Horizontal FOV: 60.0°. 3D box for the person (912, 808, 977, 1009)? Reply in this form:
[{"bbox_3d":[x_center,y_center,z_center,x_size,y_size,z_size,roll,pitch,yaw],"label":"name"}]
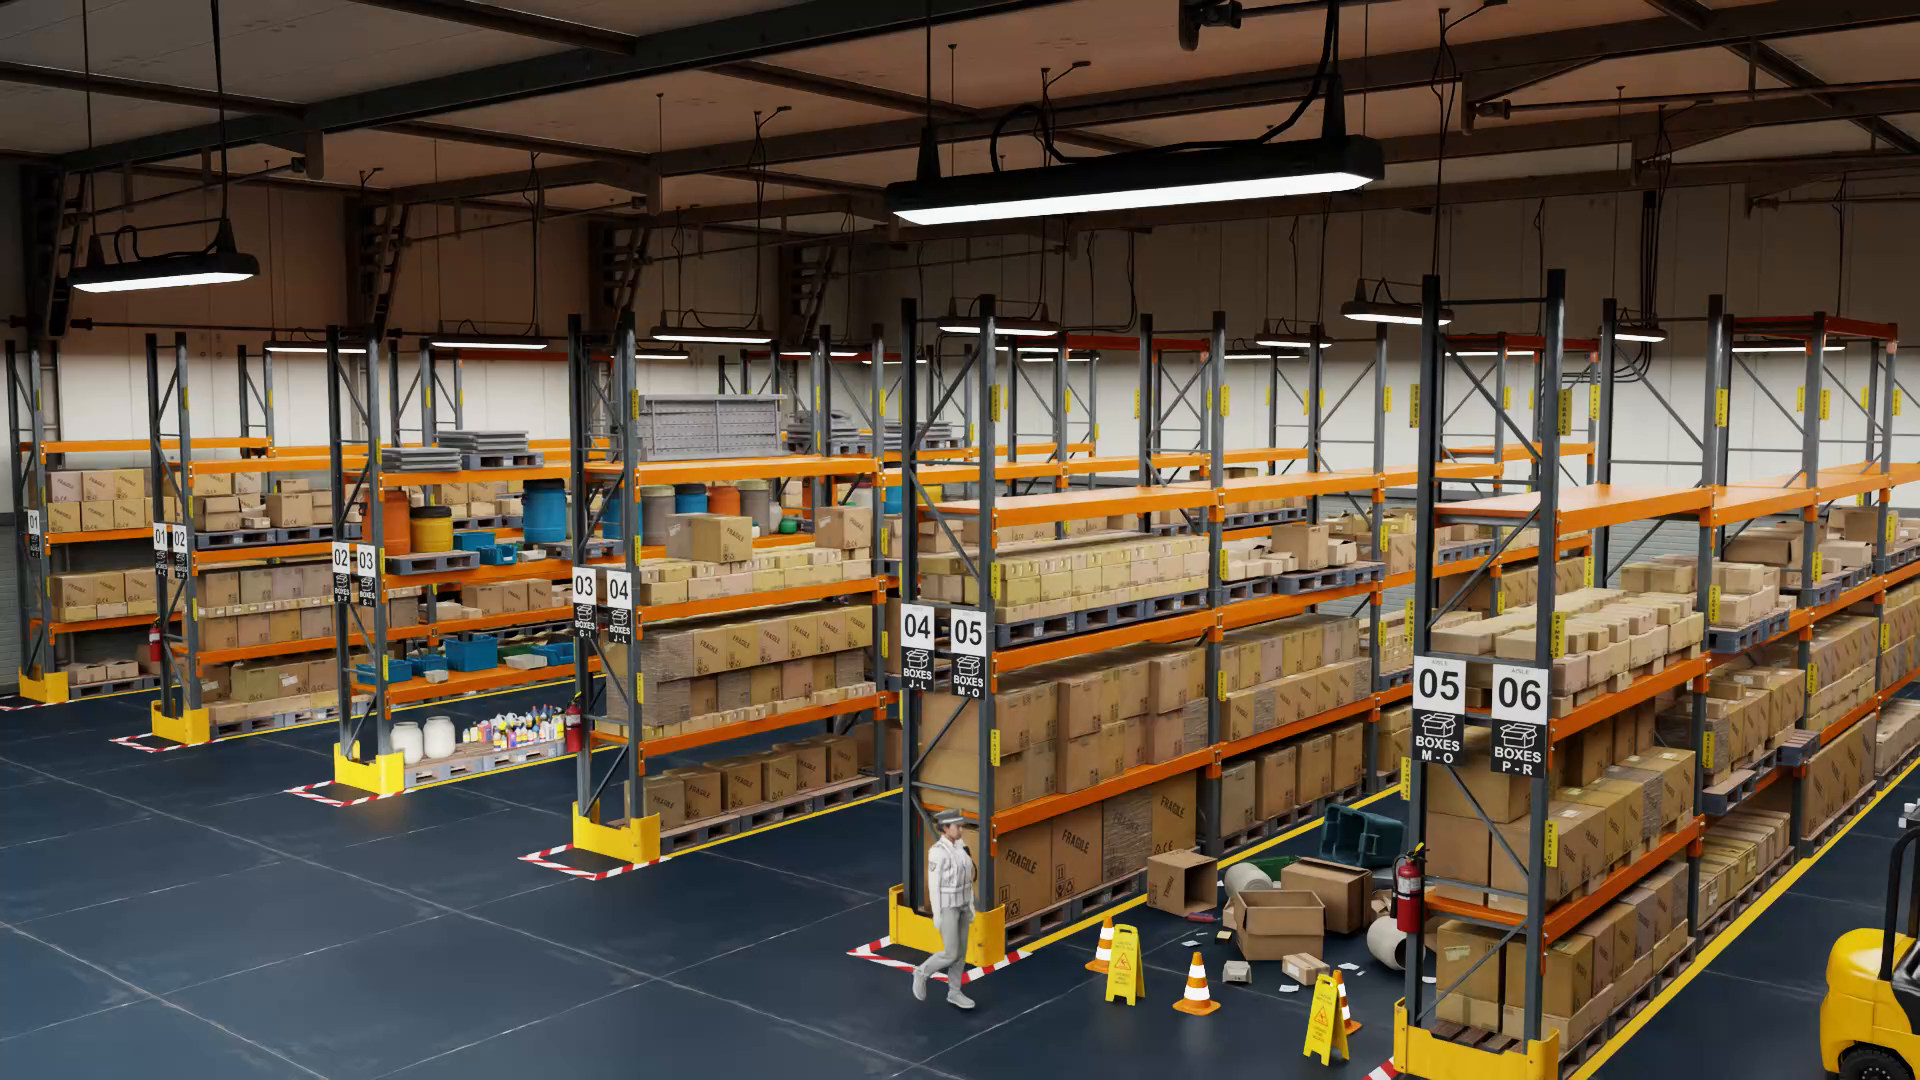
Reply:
[{"bbox_3d":[-0.107,3.060,13.922,0.523,1.677,0.499,4,6,34],"label":"person"}]

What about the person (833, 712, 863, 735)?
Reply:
[{"bbox_3d":[-1.678,2.126,24.102,0.532,1.713,0.988,5,7,43],"label":"person"}]

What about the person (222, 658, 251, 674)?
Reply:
[{"bbox_3d":[-12.075,1.783,27.731,0.600,1.729,1.105,1,5,10],"label":"person"}]
